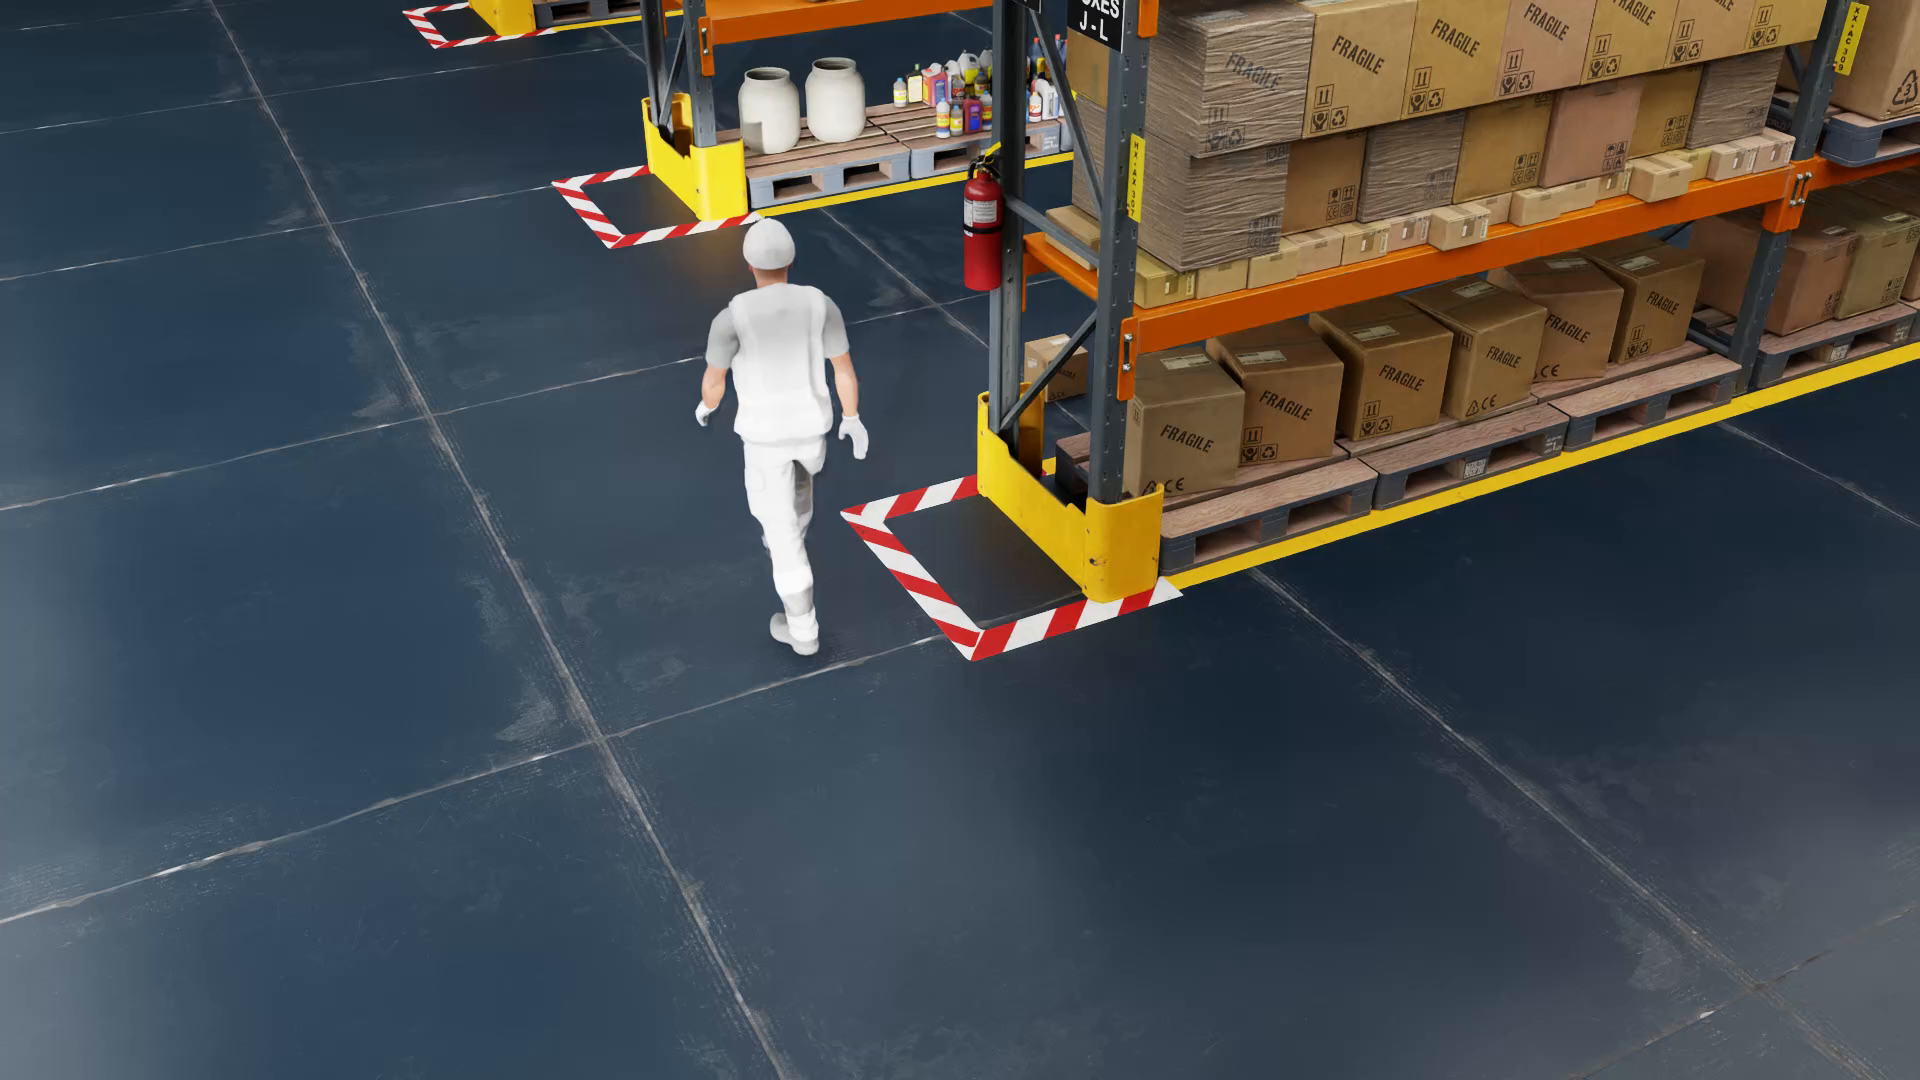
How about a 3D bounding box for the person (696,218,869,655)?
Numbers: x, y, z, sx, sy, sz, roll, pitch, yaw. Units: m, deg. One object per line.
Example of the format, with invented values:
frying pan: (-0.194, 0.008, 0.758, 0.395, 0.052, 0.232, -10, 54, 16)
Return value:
person: (-0.728, -0.494, 6.905, 0.623, 1.737, 1.029, -14, 35, -21)
